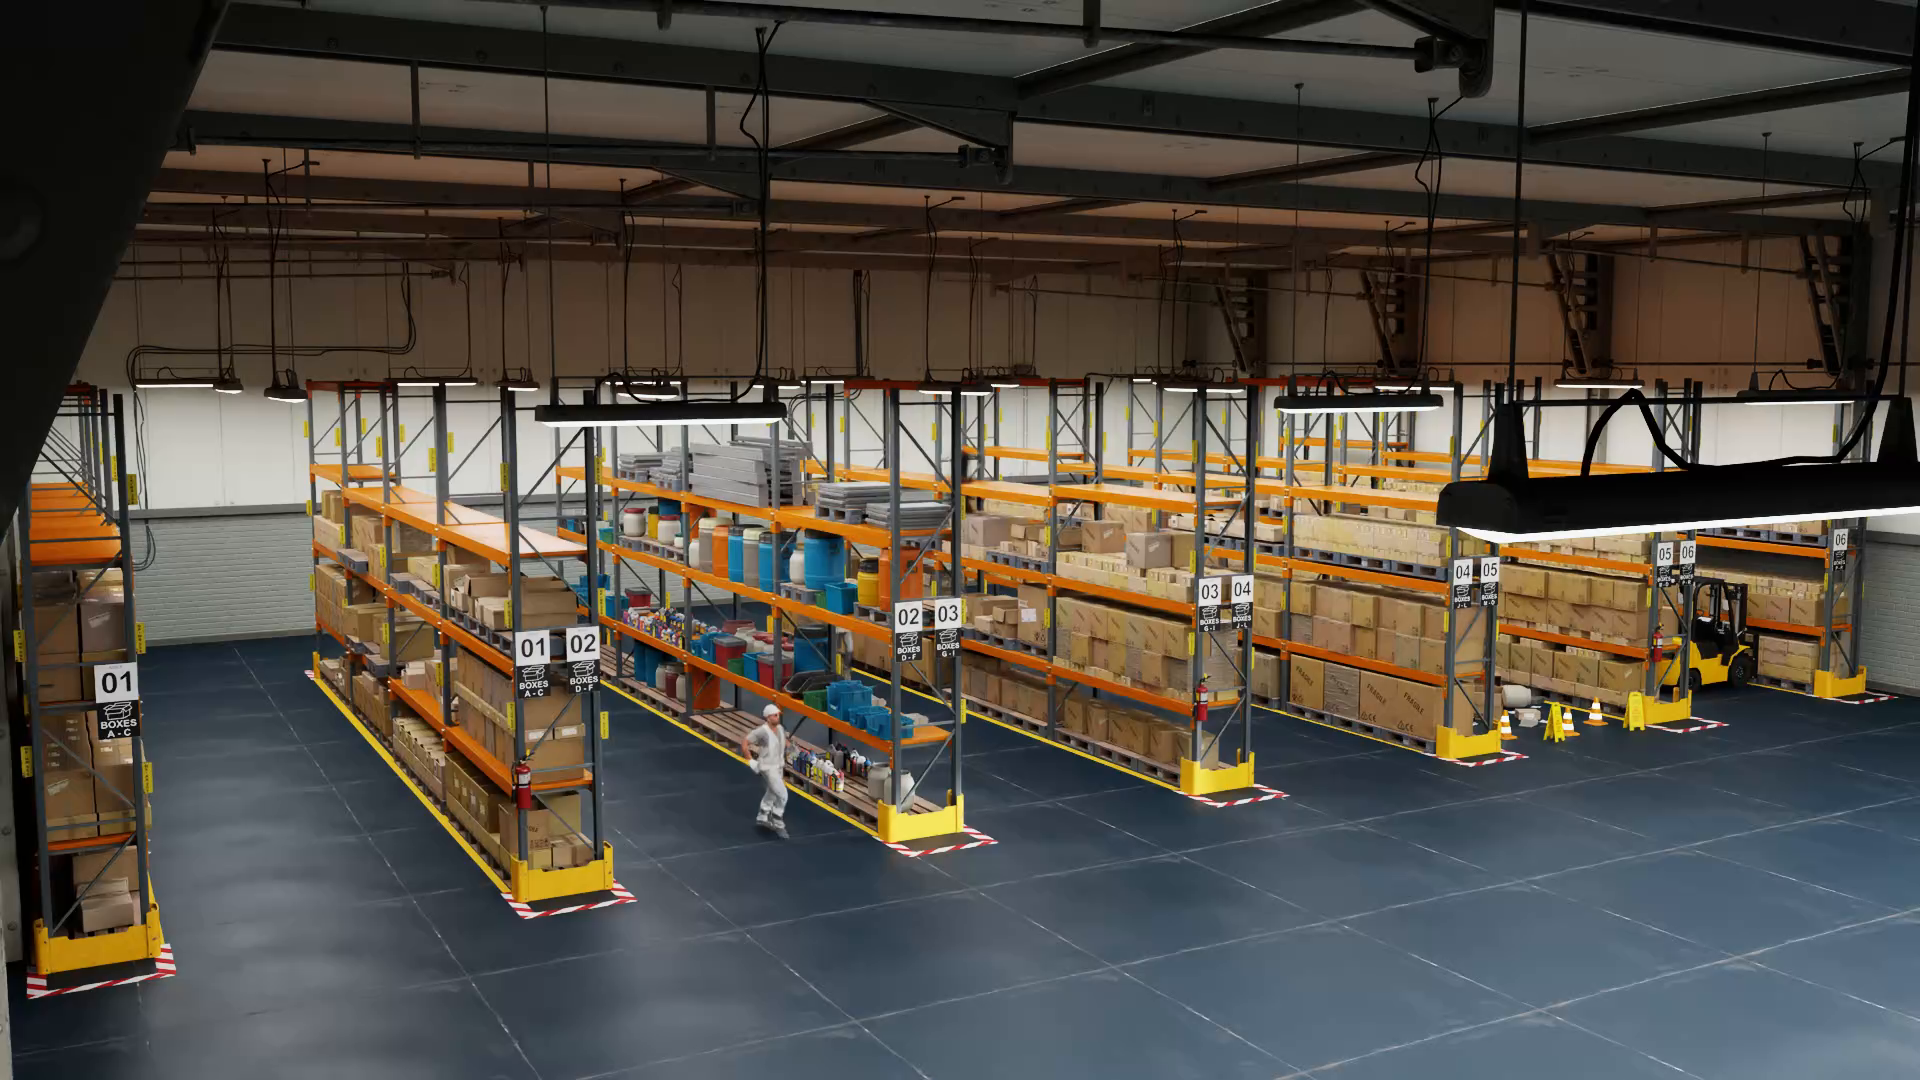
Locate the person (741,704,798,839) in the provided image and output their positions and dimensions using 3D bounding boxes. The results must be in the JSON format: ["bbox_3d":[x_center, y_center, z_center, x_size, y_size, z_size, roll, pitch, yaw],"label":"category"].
[{"bbox_3d":[-2.538,3.100,22.228,0.692,1.844,0.774,3,7,28],"label":"person"}]

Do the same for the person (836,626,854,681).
[{"bbox_3d":[-2.256,1.798,31.961,0.613,1.872,0.797,-3,7,-27],"label":"person"}]
